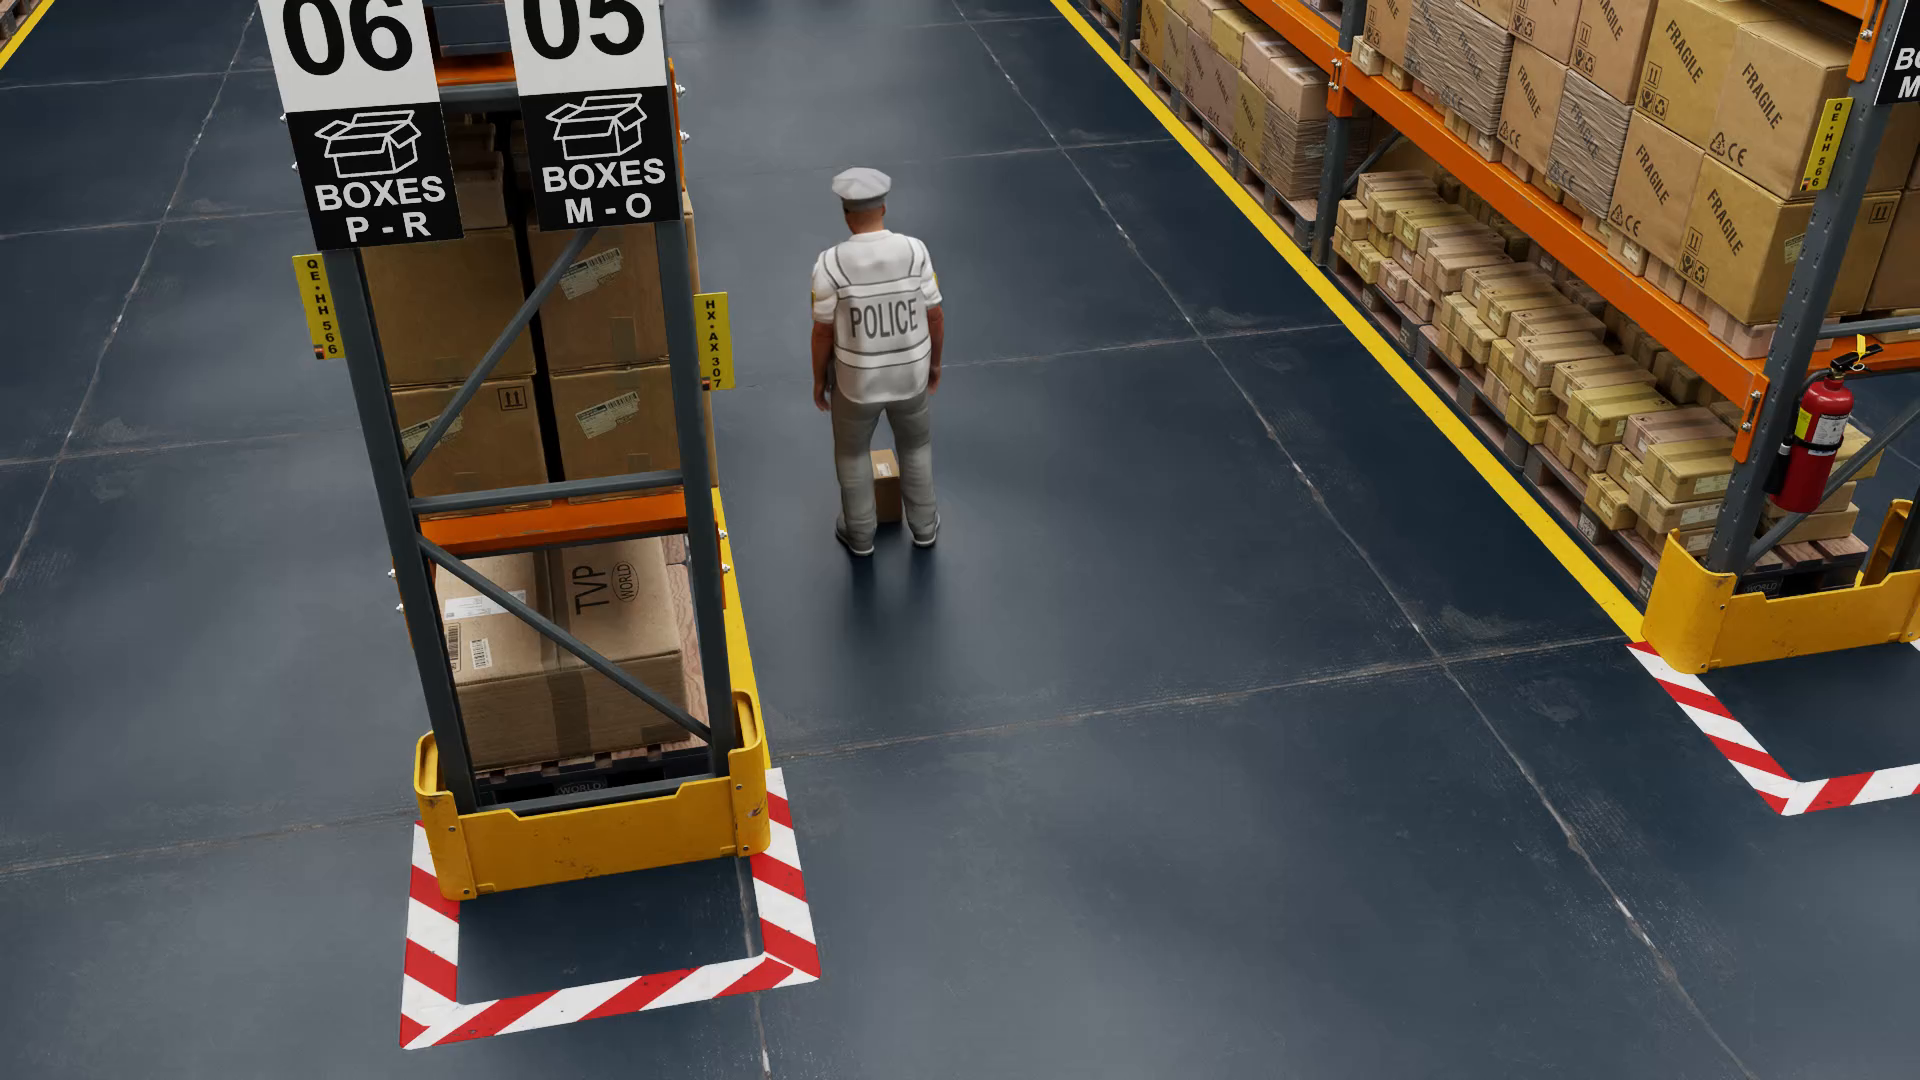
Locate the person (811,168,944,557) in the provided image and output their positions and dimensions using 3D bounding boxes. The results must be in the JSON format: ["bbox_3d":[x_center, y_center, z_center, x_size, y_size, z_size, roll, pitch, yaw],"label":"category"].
[{"bbox_3d":[-0.350,-0.714,7.190,0.590,1.746,0.436,-9,35,-13],"label":"person"}]
